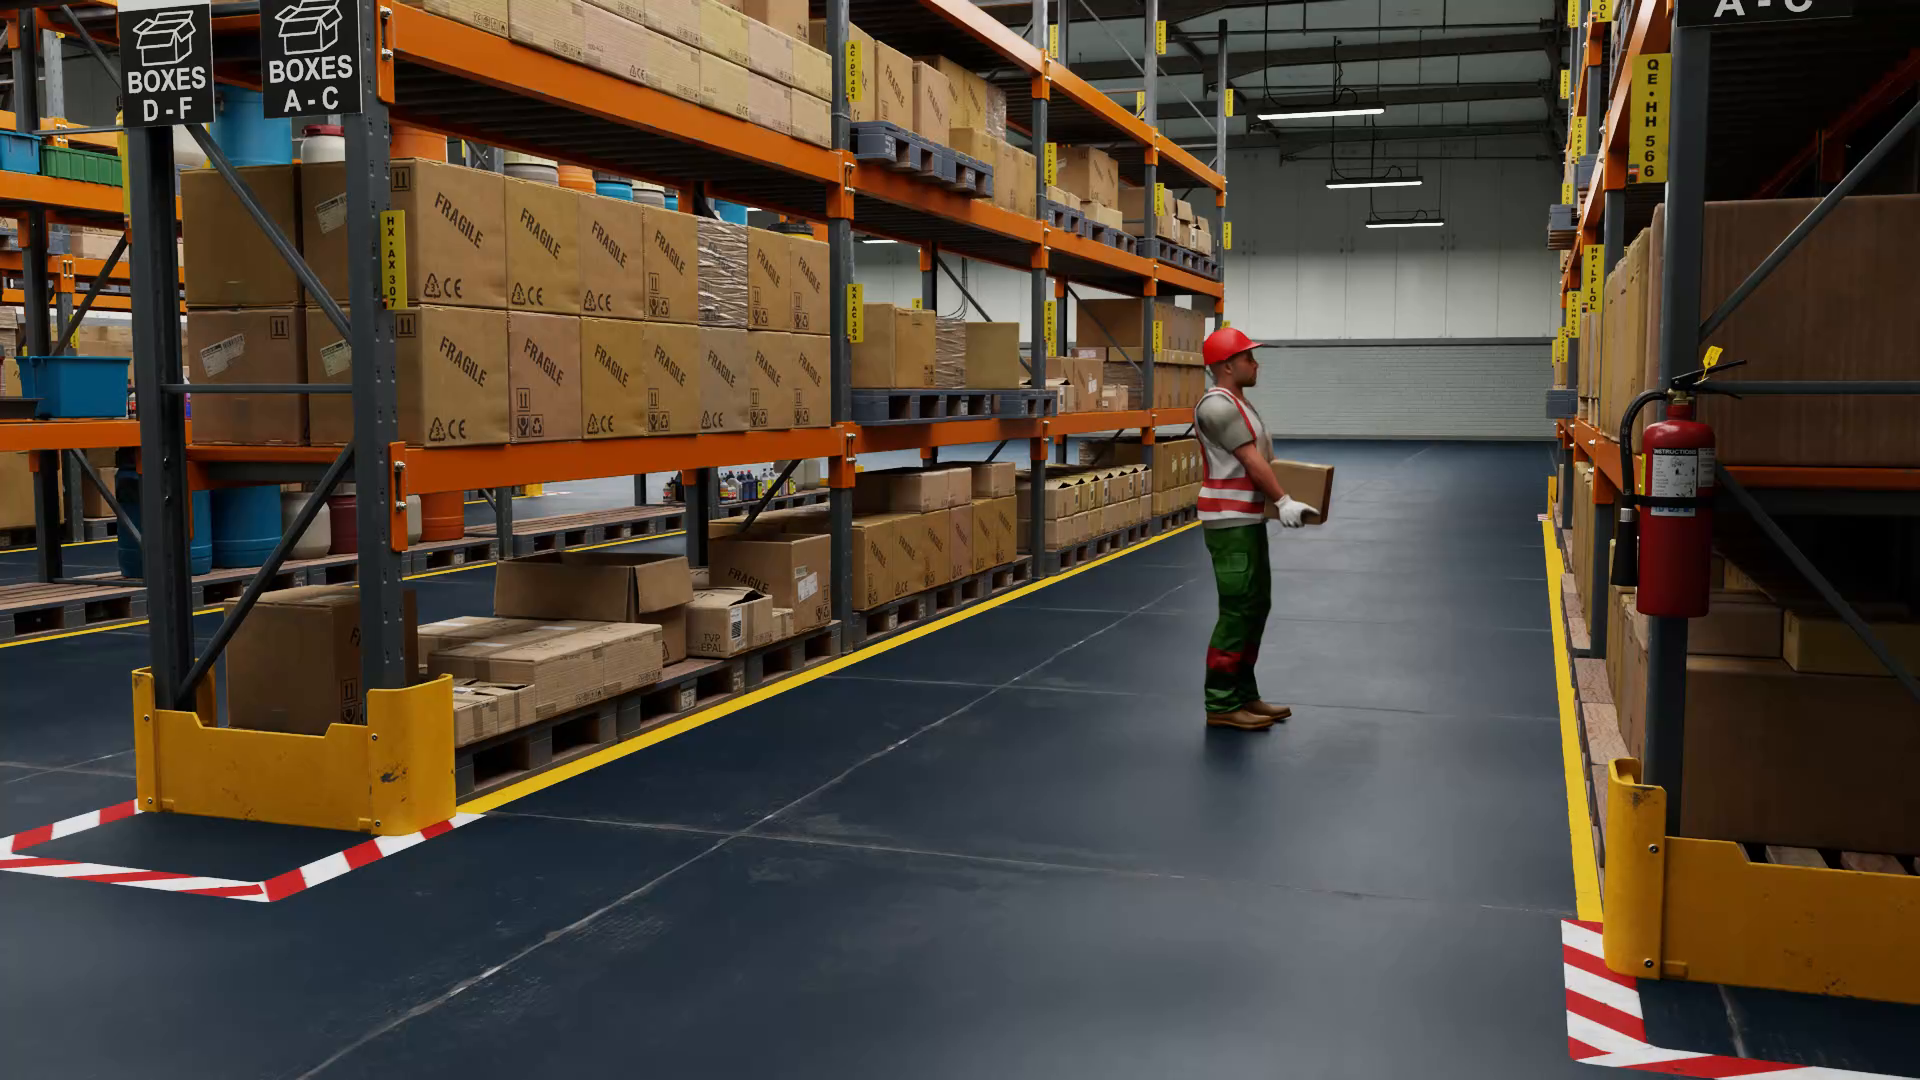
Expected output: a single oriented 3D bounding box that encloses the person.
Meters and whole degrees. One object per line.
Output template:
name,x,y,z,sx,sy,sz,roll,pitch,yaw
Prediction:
person,1.349,-0.059,7.474,0.566,1.784,0.494,2,5,20
